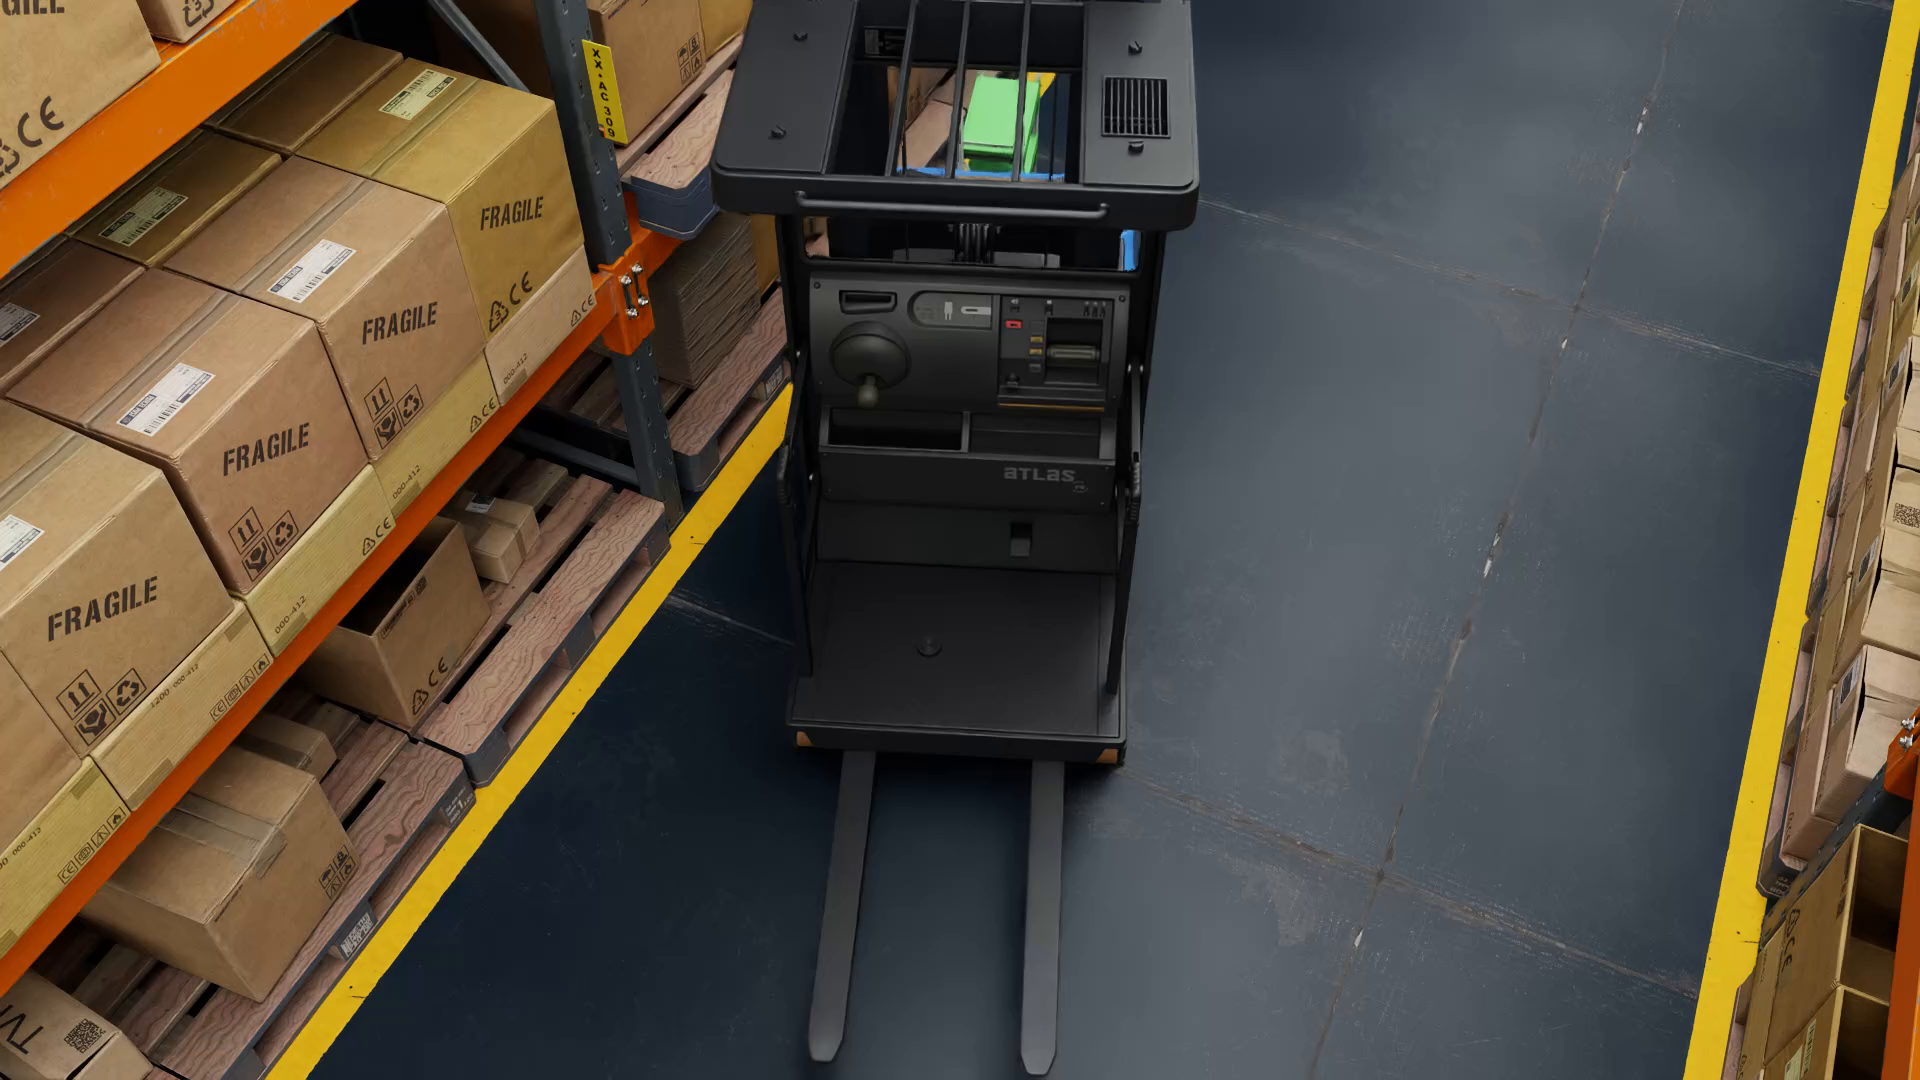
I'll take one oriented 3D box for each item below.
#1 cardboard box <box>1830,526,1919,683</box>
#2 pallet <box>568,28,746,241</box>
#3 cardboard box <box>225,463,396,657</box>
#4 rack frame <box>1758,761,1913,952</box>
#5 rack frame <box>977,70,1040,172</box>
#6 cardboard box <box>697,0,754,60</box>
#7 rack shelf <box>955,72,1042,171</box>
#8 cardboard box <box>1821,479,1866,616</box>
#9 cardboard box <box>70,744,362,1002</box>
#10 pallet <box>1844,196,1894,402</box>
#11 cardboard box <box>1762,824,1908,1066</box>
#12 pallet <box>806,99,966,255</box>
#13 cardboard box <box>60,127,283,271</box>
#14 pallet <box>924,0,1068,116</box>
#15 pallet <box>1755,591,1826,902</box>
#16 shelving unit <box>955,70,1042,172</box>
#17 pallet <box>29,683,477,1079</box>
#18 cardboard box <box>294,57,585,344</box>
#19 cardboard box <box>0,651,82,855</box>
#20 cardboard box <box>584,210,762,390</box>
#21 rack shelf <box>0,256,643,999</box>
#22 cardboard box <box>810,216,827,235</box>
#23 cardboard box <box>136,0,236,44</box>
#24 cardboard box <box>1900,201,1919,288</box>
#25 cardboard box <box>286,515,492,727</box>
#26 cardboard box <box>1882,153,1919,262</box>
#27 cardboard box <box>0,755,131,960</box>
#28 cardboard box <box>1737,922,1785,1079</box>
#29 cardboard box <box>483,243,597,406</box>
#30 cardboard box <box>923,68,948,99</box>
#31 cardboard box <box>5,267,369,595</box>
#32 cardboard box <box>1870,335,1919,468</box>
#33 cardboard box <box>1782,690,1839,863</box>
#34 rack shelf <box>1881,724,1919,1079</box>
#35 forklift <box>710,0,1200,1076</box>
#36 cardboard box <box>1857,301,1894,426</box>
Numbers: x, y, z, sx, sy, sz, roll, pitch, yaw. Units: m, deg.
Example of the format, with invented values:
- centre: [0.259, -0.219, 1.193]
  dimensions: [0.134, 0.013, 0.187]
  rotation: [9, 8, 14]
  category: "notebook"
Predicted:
- centre: [3.087, 0.265, 5.217]
  dimensions: [0.500, 0.311, 0.500]
  rotation: [21, 53, 17]
  category: "cardboard box"
- centre: [-1.065, -1.602, 5.770]
  dimensions: [1.003, 0.211, 1.213]
  rotation: [20, 52, 16]
  category: "pallet"
- centre: [-1.873, -0.027, 4.388]
  dimensions: [0.500, 0.250, 0.500]
  rotation: [20, 52, 16]
  category: "cardboard box"
- centre: [2.957, 0.424, 3.920]
  dimensions: [1.000, 3.000, 0.127]
  rotation: [20, 52, 16]
  category: "rack frame"
- centre: [0.184, -1.449, 6.695]
  dimensions: [0.240, 1.200, 0.015]
  rotation: [7, 49, 6]
  category: "rack frame"
- centre: [-1.030, -2.082, 5.698]
  dimensions: [0.700, 0.500, 0.500]
  rotation: [25, 54, 20]
  category: "cardboard box"
- centre: [0.148, -1.540, 6.223]
  dimensions: [0.258, 0.148, 0.480]
  rotation: [7, 49, 6]
  category: "rack shelf"
- centre: [3.308, 0.099, 5.726]
  dimensions: [0.500, 0.250, 0.500]
  rotation: [21, 53, 17]
  category: "cardboard box"
- centre: [-2.253, 0.908, 4.860]
  dimensions: [0.700, 0.500, 0.500]
  rotation: [17, 52, 14]
  category: "cardboard box"
- centre: [4.279, -0.873, 6.854]
  dimensions: [1.003, 0.211, 1.213]
  rotation: [20, 52, 16]
  category: "pallet"
- centre: [2.476, 1.153, 4.336]
  dimensions: [0.500, 0.500, 0.500]
  rotation: [20, 52, 16]
  category: "cardboard box"
- centre: [-0.672, -1.661, 7.525]
  dimensions: [1.003, 0.211, 1.213]
  rotation: [20, 52, 16]
  category: "pallet"
- centre: [-2.138, -0.776, 4.533]
  dimensions: [0.500, 0.500, 0.500]
  rotation: [20, 52, 16]
  category: "cardboard box"
- centre: [-0.150, -2.498, 8.237]
  dimensions: [1.003, 0.211, 1.213]
  rotation: [20, 52, 16]
  category: "pallet"
- centre: [3.236, 0.807, 5.424]
  dimensions: [1.003, 0.211, 1.213]
  rotation: [20, 52, 16]
  category: "pallet"
- centre: [0.147, -1.267, 6.537]
  dimensions: [0.258, 1.200, 0.503]
  rotation: [7, 49, 6]
  category: "shelving unit"
- centre: [-2.298, 1.035, 5.230]
  dimensions: [1.003, 0.211, 1.213]
  rotation: [20, 52, 16]
  category: "pallet"
- centre: [-1.446, -0.960, 4.690]
  dimensions: [0.500, 0.500, 0.500]
  rotation: [20, 52, 16]
  category: "cardboard box"
- centre: [-2.310, 0.446, 3.494]
  dimensions: [0.500, 0.500, 0.500]
  rotation: [18, 52, 15]
  category: "cardboard box"
- centre: [-1.224, -1.030, 6.509]
  dimensions: [0.700, 0.500, 0.500]
  rotation: [21, 53, 17]
  category: "cardboard box"
- centre: [-2.378, 0.425, 4.391]
  dimensions: [1.077, 0.370, 4.000]
  rotation: [20, 52, 16]
  category: "rack shelf"
- centre: [-0.794, -1.740, 7.114]
  dimensions: [0.700, 0.500, 0.500]
  rotation: [20, 53, 16]
  category: "cardboard box"
- centre: [-1.743, -1.424, 3.444]
  dimensions: [0.500, 0.500, 0.500]
  rotation: [16, 51, 13]
  category: "cardboard box"
- centre: [3.960, -1.128, 6.401]
  dimensions: [0.500, 0.311, 0.500]
  rotation: [19, 52, 15]
  category: "cardboard box"
- centre: [-1.931, 0.210, 5.454]
  dimensions: [0.500, 0.500, 0.500]
  rotation: [16, 52, 13]
  category: "cardboard box"
- centre: [4.177, -1.310, 6.925]
  dimensions: [0.500, 0.250, 0.500]
  rotation: [20, 52, 16]
  category: "cardboard box"
- centre: [-2.305, 0.667, 3.798]
  dimensions: [0.500, 0.250, 0.500]
  rotation: [19, 52, 16]
  category: "cardboard box"
- centre: [2.485, 1.400, 4.619]
  dimensions: [0.500, 0.250, 0.500]
  rotation: [20, 52, 16]
  category: "cardboard box"
- centre: [-1.452, -0.718, 4.977]
  dimensions: [0.500, 0.250, 0.500]
  rotation: [20, 52, 16]
  category: "cardboard box"
- centre: [-0.400, -2.443, 7.711]
  dimensions: [0.700, 0.500, 0.500]
  rotation: [20, 52, 16]
  category: "cardboard box"
- centre: [-1.879, -0.271, 4.104]
  dimensions: [0.500, 0.500, 0.500]
  rotation: [18, 52, 15]
  category: "cardboard box"
- centre: [3.521, -0.423, 5.802]
  dimensions: [0.500, 0.311, 0.500]
  rotation: [19, 52, 16]
  category: "cardboard box"
- centre: [2.872, 0.799, 5.130]
  dimensions: [0.500, 0.250, 0.500]
  rotation: [19, 52, 16]
  category: "cardboard box"
- centre: [2.103, 2.034, 3.022]
  dimensions: [1.077, 0.370, 4.000]
  rotation: [20, 52, 16]
  category: "rack shelf"
- centre: [0.013, -0.467, 4.723]
  dimensions: [1.130, 2.935, 3.031]
  rotation: [3, 50, 2]
  category: "forklift"
- centre: [3.746, -0.604, 6.324]
  dimensions: [0.500, 0.250, 0.500]
  rotation: [19, 52, 15]
  category: "cardboard box"
